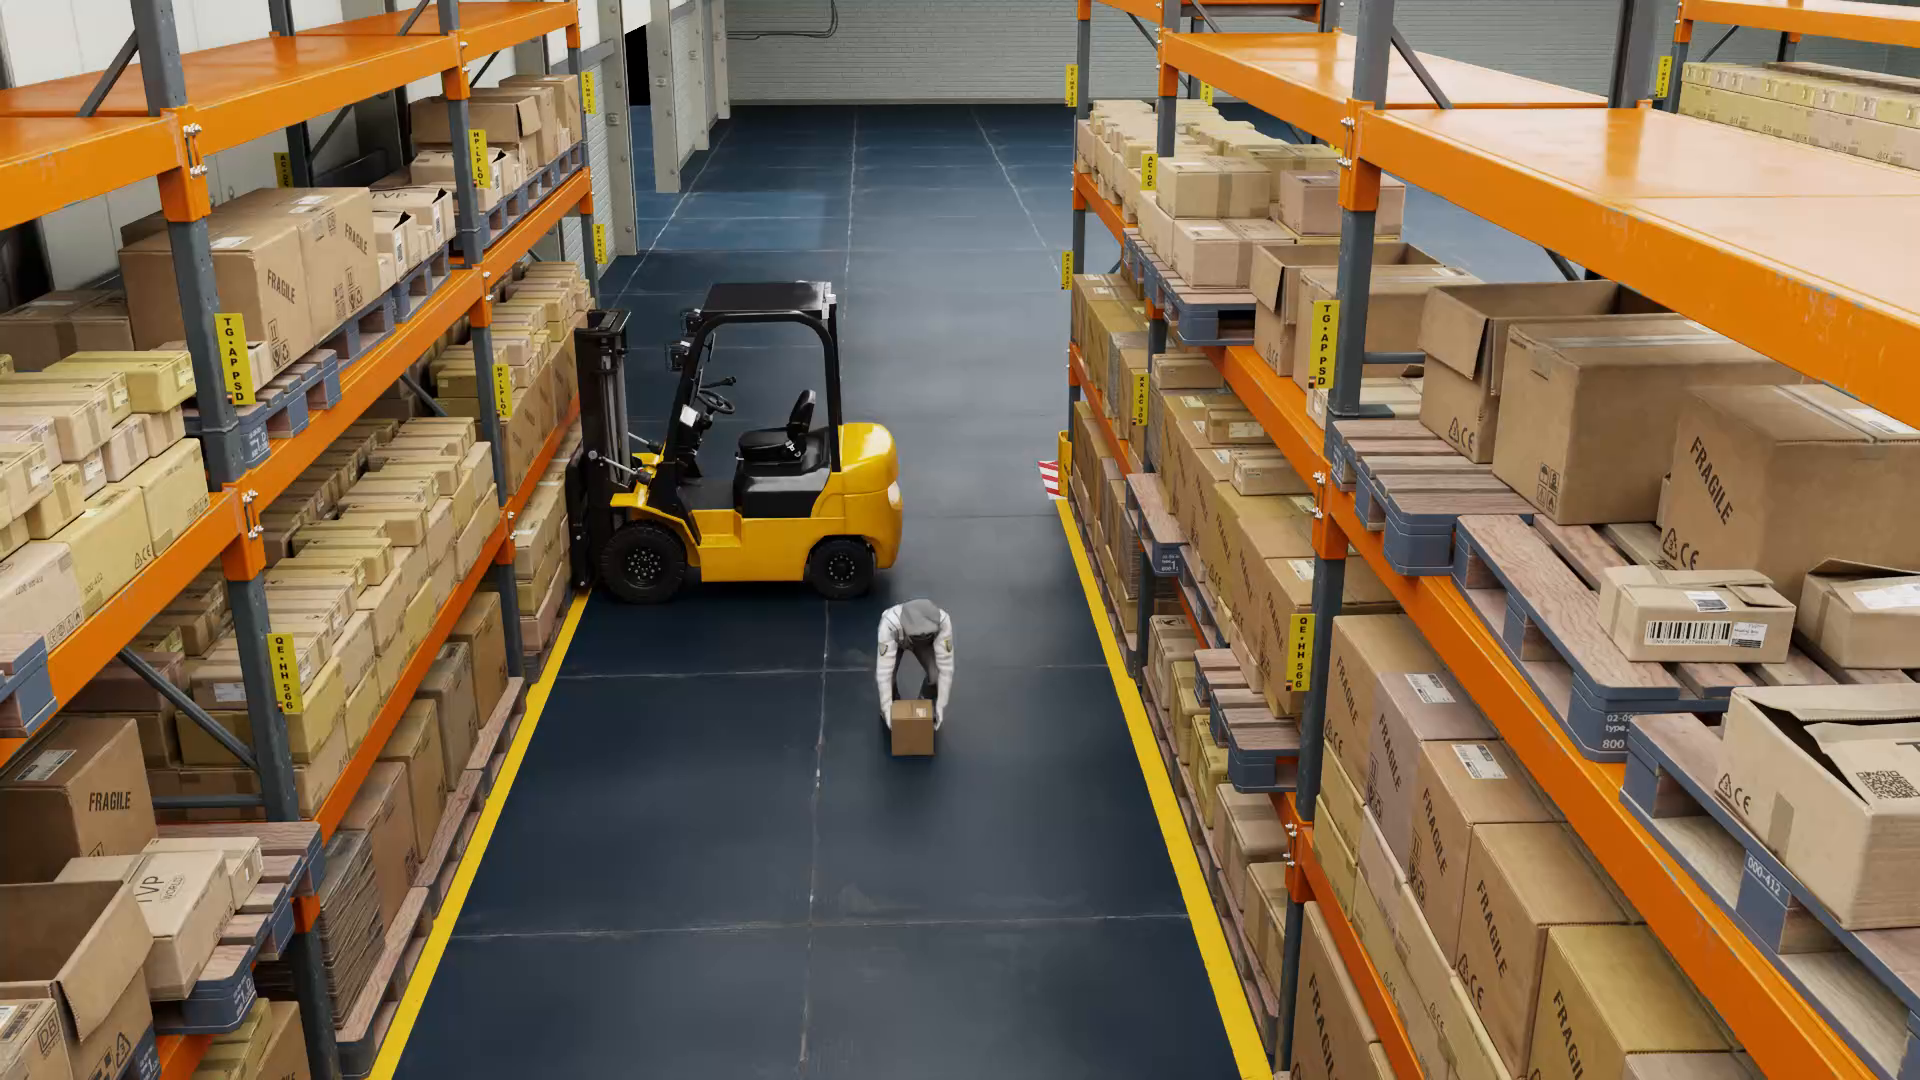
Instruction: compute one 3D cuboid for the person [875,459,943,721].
[{"bbox_3d":[-0.303,0.324,10.185,0.416,1.690,0.517,-1,21,-4],"label":"person"}]
